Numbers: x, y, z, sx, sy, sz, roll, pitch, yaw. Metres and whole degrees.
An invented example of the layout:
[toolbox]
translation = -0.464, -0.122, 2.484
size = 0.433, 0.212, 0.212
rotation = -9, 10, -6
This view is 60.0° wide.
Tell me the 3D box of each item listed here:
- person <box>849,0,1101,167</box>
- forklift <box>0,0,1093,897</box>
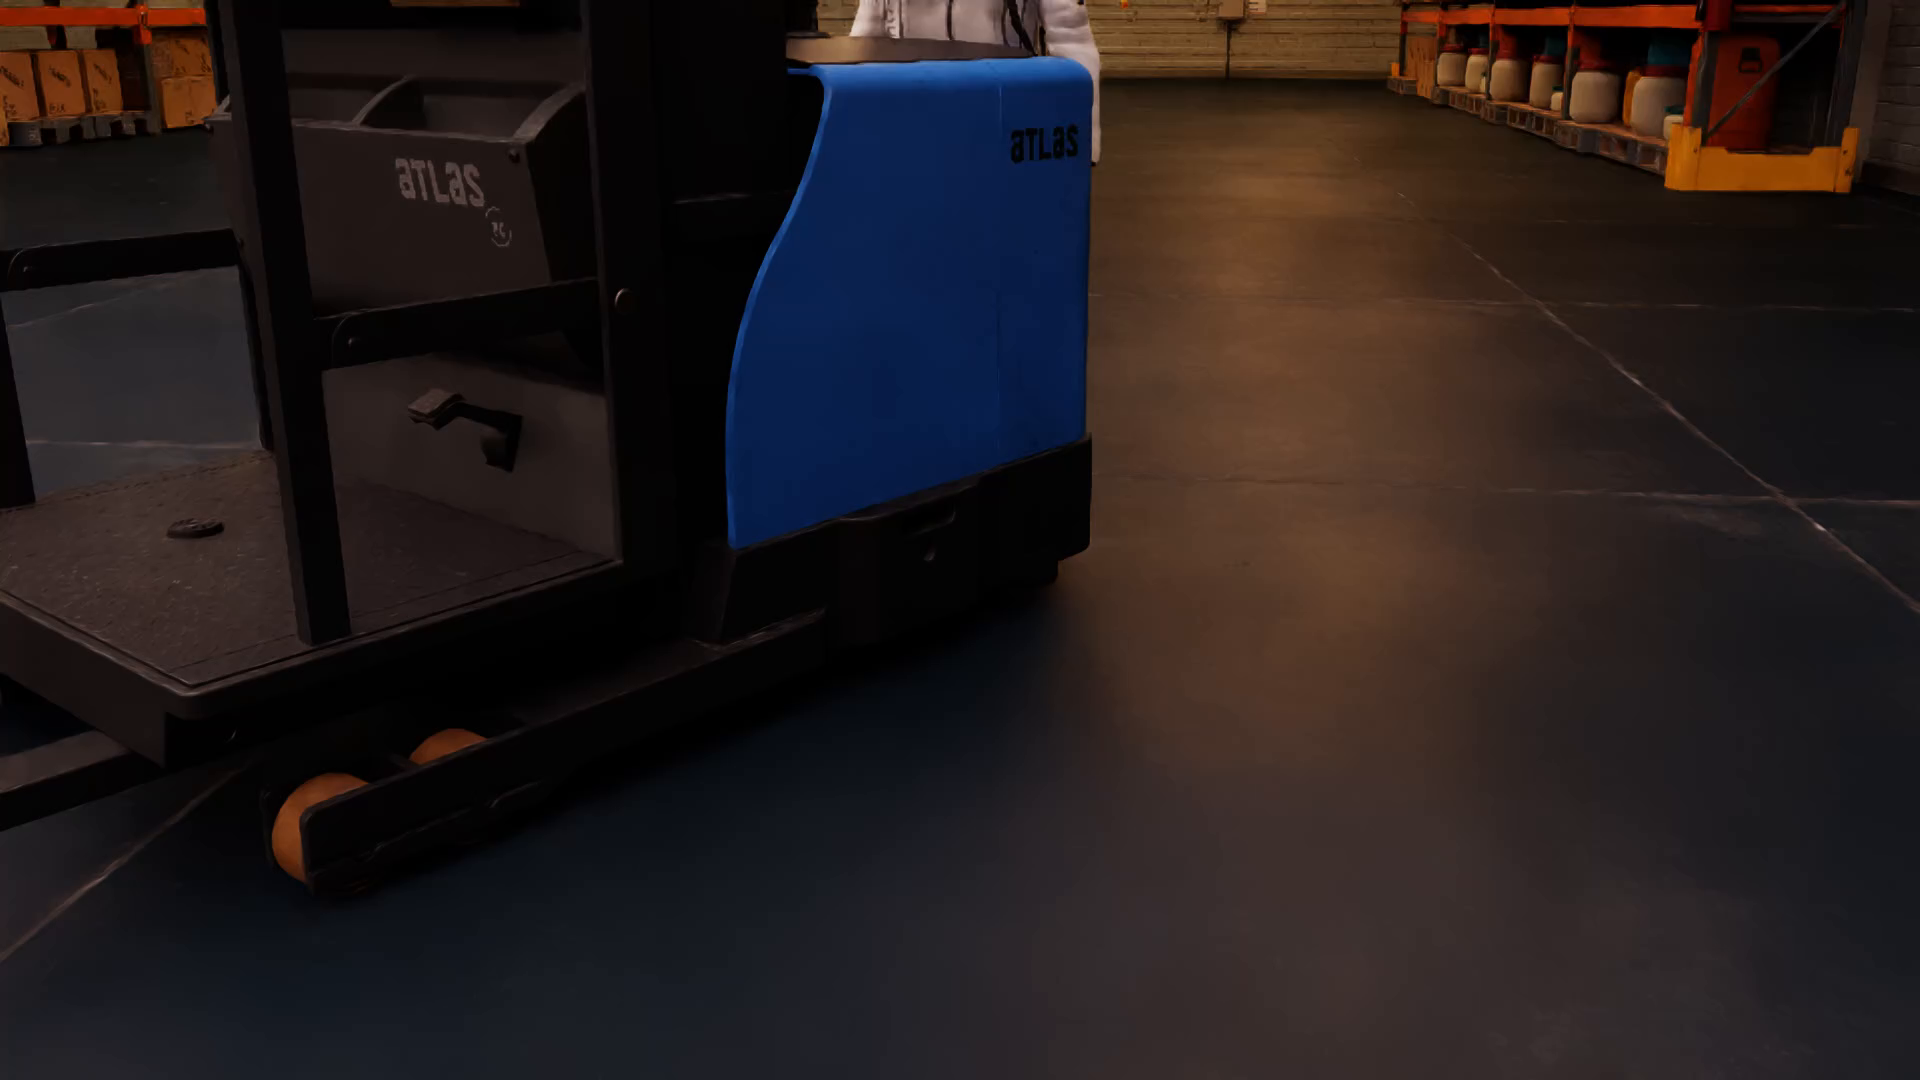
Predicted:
[person]
translation = -0.005, -0.778, 3.463
size = 0.584, 1.695, 0.598
rotation = 2, 18, 7
[forklift]
translation = -1.053, -1.079, 2.375
size = 1.130, 2.935, 3.031
rotation = 14, 22, 38
